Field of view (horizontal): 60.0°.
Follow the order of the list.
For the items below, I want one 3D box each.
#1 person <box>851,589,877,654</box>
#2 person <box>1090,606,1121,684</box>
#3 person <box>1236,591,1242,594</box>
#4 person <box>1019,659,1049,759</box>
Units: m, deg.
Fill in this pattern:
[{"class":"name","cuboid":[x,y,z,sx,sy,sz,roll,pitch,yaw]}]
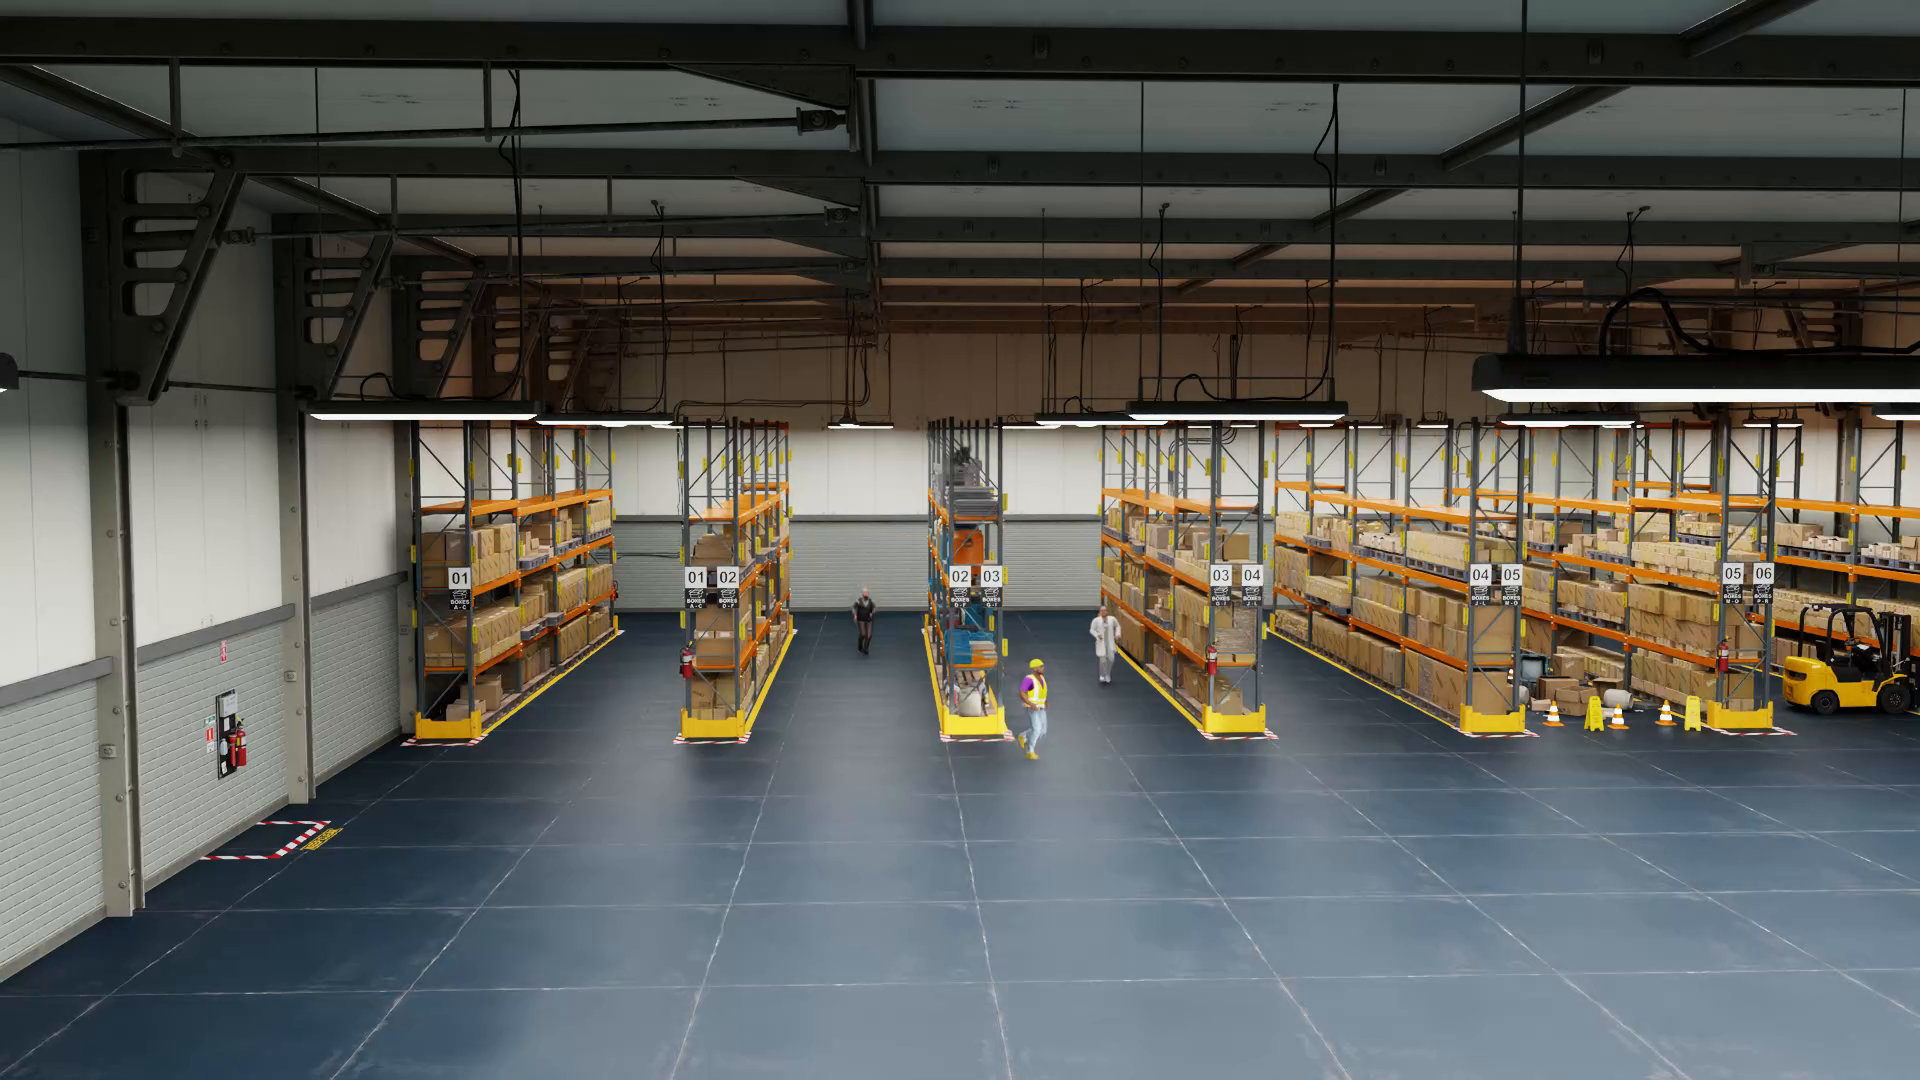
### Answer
[{"class":"person","cuboid":[-2.427,2.131,42.632,0.644,1.607,0.591,-1,4,-15]},{"class":"person","cuboid":[3.315,2.386,37.873,0.719,1.765,0.730,0,4,0]},{"class":"person","cuboid":[8.345,1.723,48.739,0.564,1.684,0.816,-2,4,-32]},{"class":"person","cuboid":[1.293,2.966,29.353,0.579,1.730,0.748,3,5,38]}]
